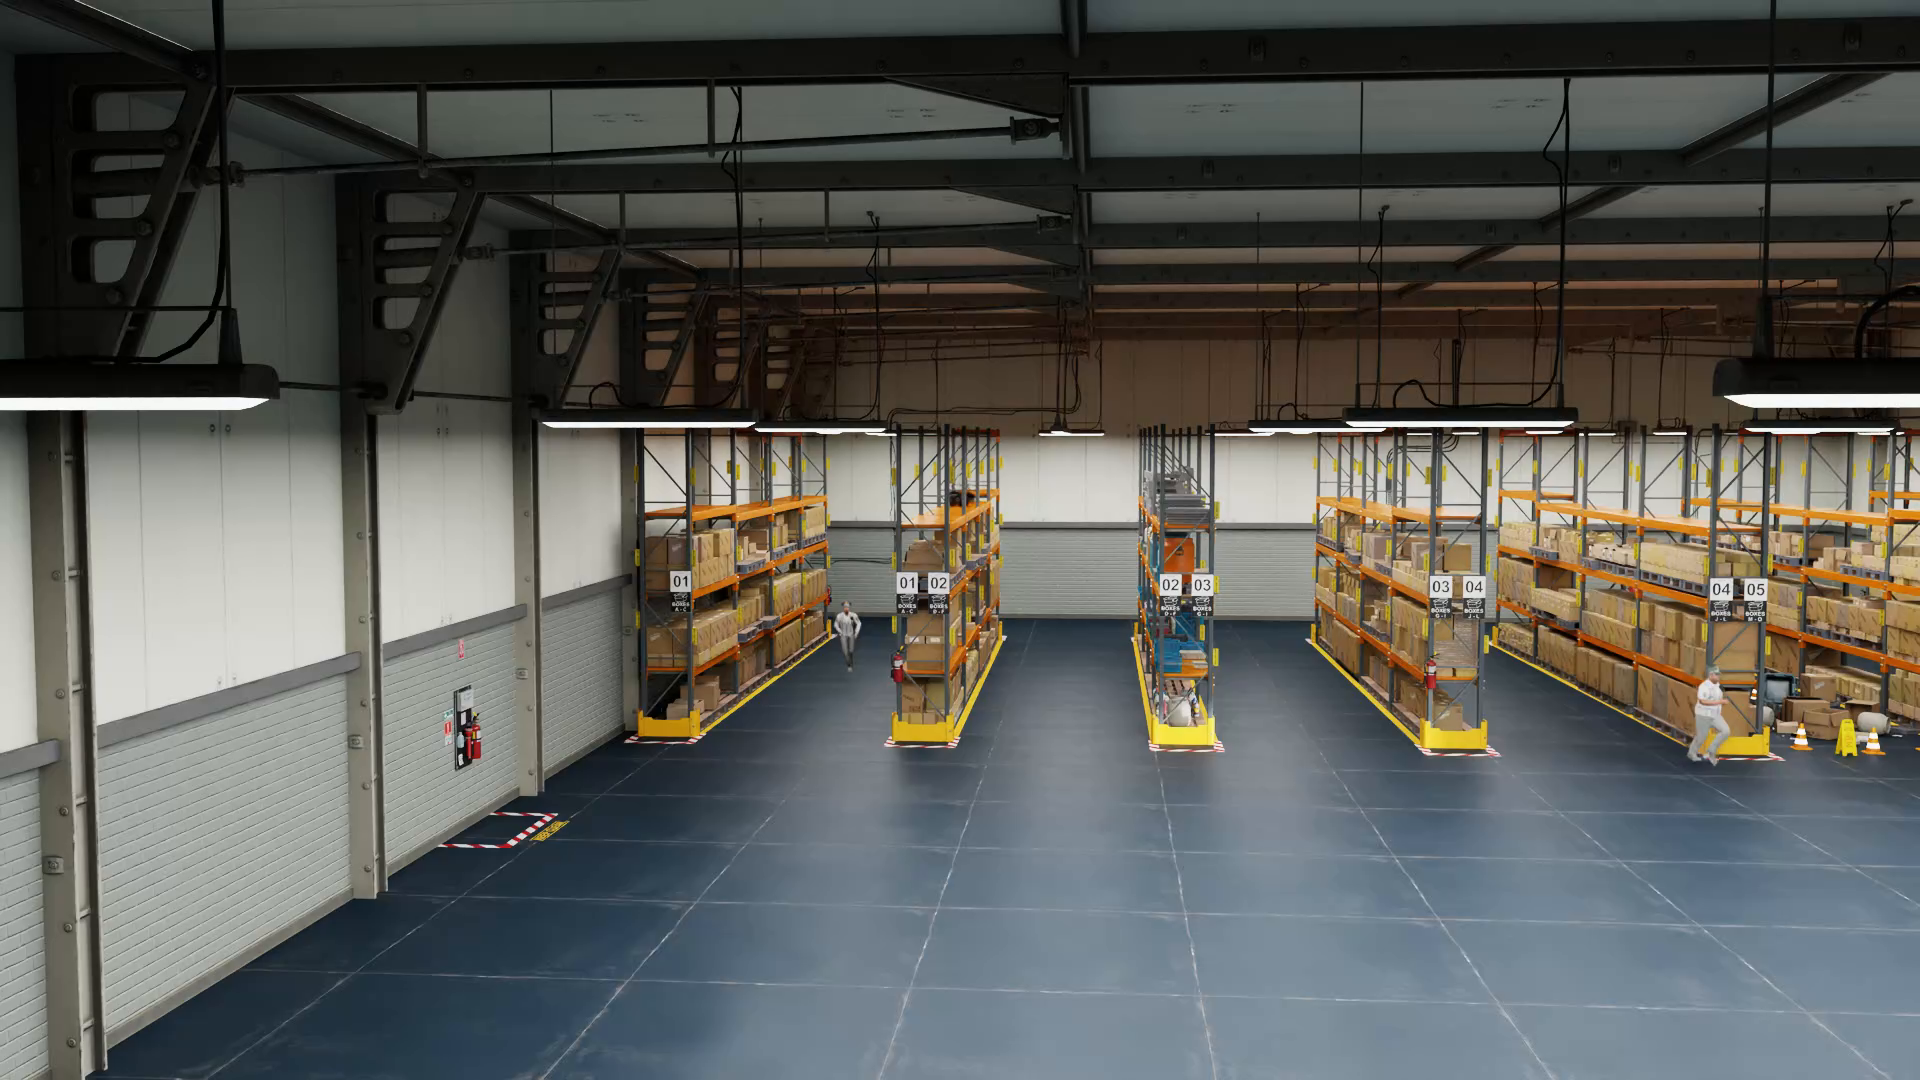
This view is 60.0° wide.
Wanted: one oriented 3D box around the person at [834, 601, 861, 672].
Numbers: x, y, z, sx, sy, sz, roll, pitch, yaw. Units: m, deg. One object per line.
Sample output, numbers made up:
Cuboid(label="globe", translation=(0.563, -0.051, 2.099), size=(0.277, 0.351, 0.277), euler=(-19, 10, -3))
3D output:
Cuboid(label="person", translation=(-2.631, 2.259, 38.823), size=(0.630, 1.646, 0.468), euler=(0, 3, -1))

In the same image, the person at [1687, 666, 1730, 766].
Cuboid(label="person", translation=(13.131, 3.069, 29.129), size=(0.694, 1.774, 0.836), euler=(-2, 4, -31))

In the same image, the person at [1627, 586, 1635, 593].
Cuboid(label="person", translation=(19.147, 2.003, 47.230), size=(0.788, 1.803, 0.669), euler=(1, 4, 11))
